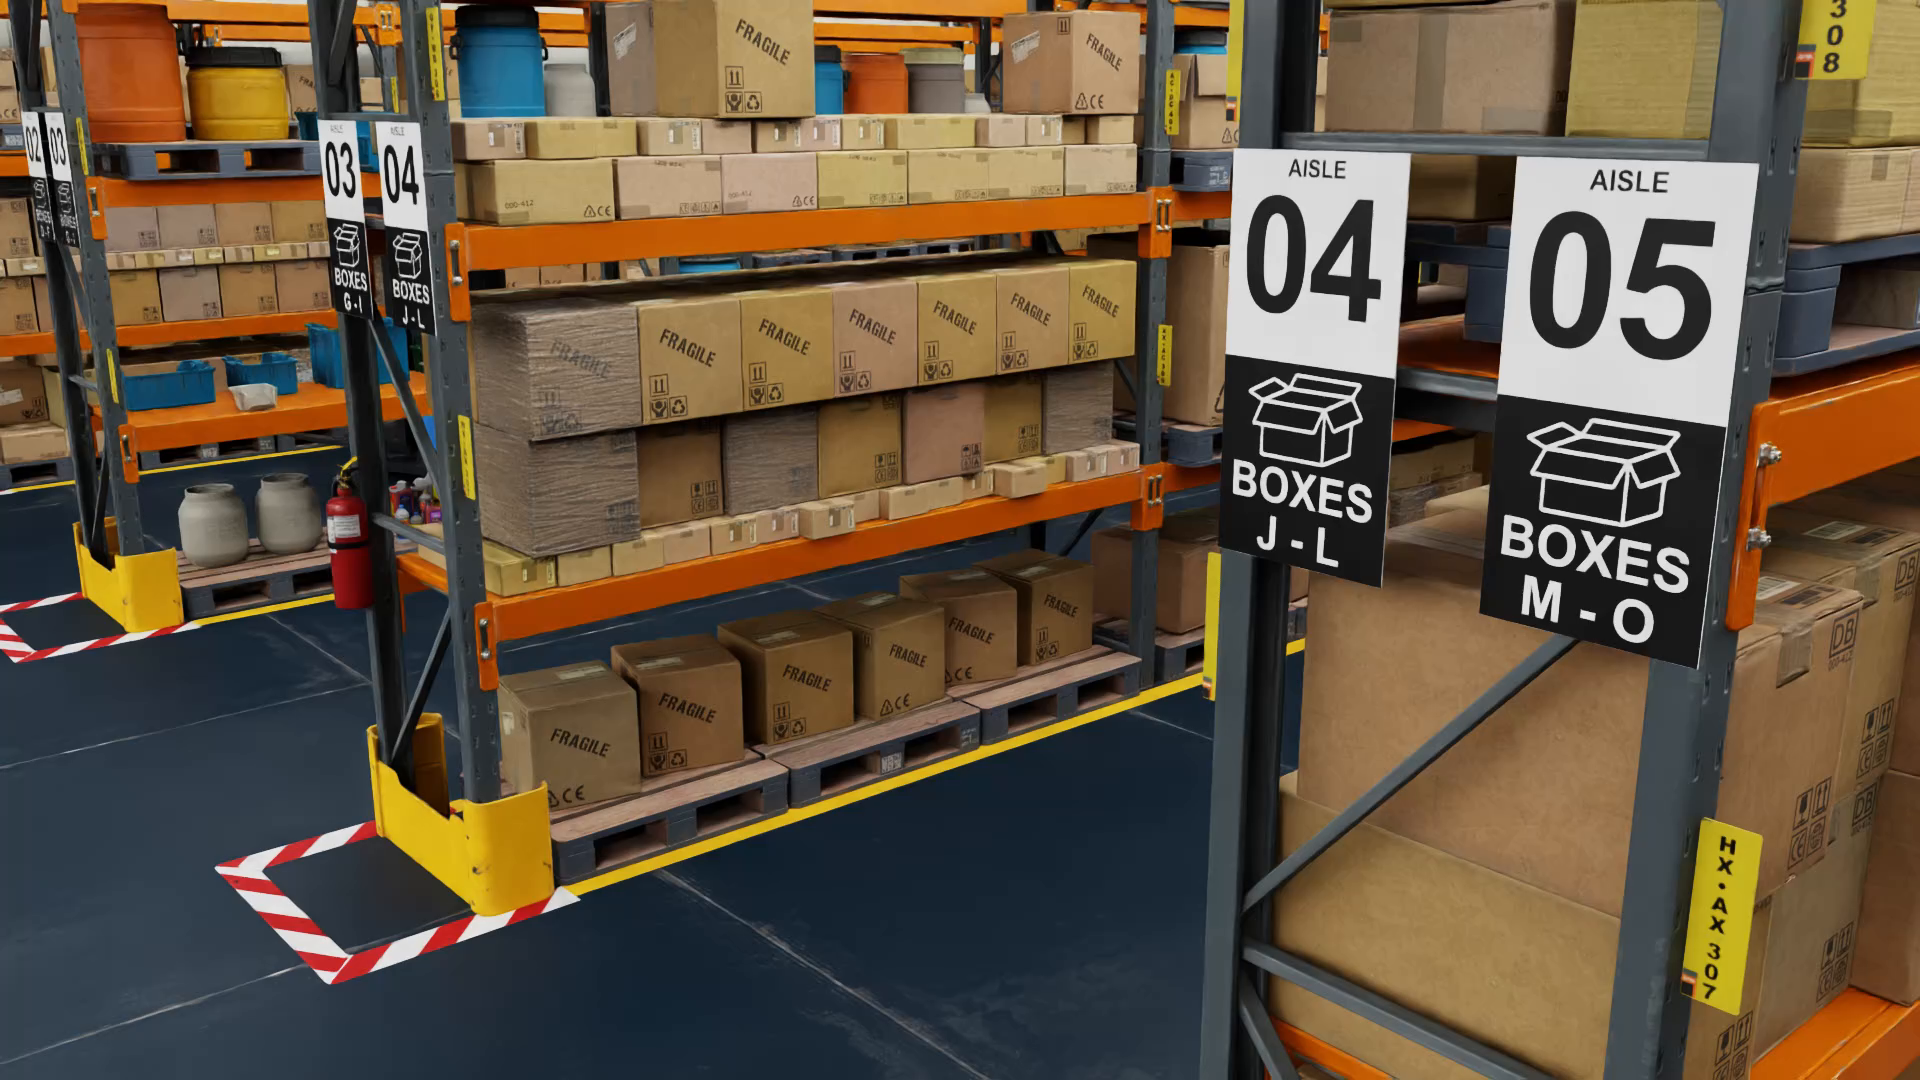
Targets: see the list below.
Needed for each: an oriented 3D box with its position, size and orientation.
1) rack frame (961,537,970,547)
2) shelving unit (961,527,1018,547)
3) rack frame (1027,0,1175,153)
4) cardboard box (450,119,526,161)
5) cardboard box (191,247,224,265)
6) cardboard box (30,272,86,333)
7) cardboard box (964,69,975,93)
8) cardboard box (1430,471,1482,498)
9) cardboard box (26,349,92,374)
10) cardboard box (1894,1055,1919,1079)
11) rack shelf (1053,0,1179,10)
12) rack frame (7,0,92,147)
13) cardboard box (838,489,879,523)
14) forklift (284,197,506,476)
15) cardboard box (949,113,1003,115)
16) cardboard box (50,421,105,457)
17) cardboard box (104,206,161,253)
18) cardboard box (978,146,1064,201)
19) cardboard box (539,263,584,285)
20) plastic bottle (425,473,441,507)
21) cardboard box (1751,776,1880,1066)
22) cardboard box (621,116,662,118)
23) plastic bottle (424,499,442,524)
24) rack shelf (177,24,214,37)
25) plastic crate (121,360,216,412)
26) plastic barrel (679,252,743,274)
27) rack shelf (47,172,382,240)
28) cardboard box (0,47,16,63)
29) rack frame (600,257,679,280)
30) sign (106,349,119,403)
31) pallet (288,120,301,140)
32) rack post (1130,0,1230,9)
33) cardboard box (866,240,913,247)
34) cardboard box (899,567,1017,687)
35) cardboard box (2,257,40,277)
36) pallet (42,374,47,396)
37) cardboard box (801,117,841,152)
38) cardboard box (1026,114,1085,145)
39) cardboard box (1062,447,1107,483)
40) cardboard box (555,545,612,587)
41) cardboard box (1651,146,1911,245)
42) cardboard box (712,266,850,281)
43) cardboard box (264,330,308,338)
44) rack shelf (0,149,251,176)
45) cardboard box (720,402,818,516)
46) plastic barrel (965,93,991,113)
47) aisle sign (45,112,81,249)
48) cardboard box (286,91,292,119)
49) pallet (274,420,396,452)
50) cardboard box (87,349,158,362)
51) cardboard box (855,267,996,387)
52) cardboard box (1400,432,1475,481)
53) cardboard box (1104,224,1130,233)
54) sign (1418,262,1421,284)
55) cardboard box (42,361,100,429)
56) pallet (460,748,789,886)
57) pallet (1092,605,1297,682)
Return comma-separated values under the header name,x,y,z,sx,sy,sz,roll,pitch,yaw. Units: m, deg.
name,x,y,z,sx,sy,sz,roll,pitch,yaw
rack frame,-0.059,-1.001,12.429,0.015,2.100,0.400,-13,19,-39
shelving unit,0.125,-1.042,12.584,0.503,2.100,0.431,-13,19,-39
rack frame,0.742,-3.585,8.735,0.127,3.000,1.000,-13,19,-39
cardboard box,-1.916,-1.580,6.559,0.250,0.149,0.380,-13,20,-40
cardboard box,-6.980,-2.630,15.332,0.250,0.149,0.380,-12,19,-38
cardboard box,-8.022,-2.153,14.805,0.500,0.500,0.700,-12,19,-38
cardboard box,-0.152,-5.649,21.072,0.600,0.600,0.600,14,20,42
cardboard box,3.267,-0.252,11.872,0.500,0.500,0.700,-14,20,-42
cardboard box,-10.433,-2.218,19.232,0.500,0.500,0.700,-14,21,-43
cardboard box,2.035,1.520,4.551,0.875,0.875,0.875,-13,20,-40
rack shelf,2.251,-3.383,10.148,4.000,0.370,1.077,-13,19,-39
rack frame,-5.527,-3.872,9.808,0.127,3.000,1.000,-13,19,-39
cardboard box,-0.607,-0.193,8.148,0.250,0.149,0.380,-13,19,-39
forklift,-4.877,-2.094,14.910,3.031,2.935,1.130,8,17,27
cardboard box,0.138,-2.203,8.890,0.250,0.149,0.380,-14,20,-42
cardboard box,-7.850,-0.946,14.993,0.500,0.250,0.500,-13,19,-39
cardboard box,-7.602,-2.875,14.993,0.500,0.500,0.700,-13,19,-39
cardboard box,0.168,-1.849,8.339,0.500,0.250,0.500,-12,19,-38
cardboard box,-4.393,-2.965,17.846,0.500,0.500,0.500,-13,19,-39
plastic bottle,-3.994,-0.393,12.688,0.185,0.351,0.144,-12,19,-37
cardboard box,1.555,0.732,3.907,0.550,0.550,0.875,-13,19,-39
cardboard box,-1.421,-1.840,7.533,0.250,0.149,0.380,-12,19,-39
plastic bottle,-3.772,-0.155,11.929,0.133,0.283,0.061,-12,19,-38
rack shelf,-10.522,-5.790,18.390,4.000,0.370,1.077,-13,19,-39
plastic crate,-5.346,-1.045,11.137,0.616,0.251,0.499,-13,19,-39
plastic barrel,-2.019,-1.900,13.079,0.708,0.901,0.600,-13,19,-39
rack shelf,-4.018,-2.414,11.557,4.000,0.370,1.077,-13,19,-39
cardboard box,-10.702,-5.274,18.699,0.500,0.500,0.500,-13,20,-39
rack frame,-2.509,-1.651,13.119,0.127,3.000,1.000,-13,19,-39
sign,-5.169,-0.999,10.143,0.005,0.325,0.100,-13,19,-39
pallet,-6.385,-3.873,15.796,1.213,0.211,1.003,-13,19,-39
rack post,2.082,-5.296,16.107,0.954,0.300,0.937,-10,18,-33
cardboard box,-1.015,-3.911,20.573,0.700,0.500,0.500,10,18,33
cardboard box,-0.013,0.476,9.184,0.500,0.500,0.500,-6,16,-22
cardboard box,-8.141,-2.370,14.360,0.250,0.149,0.380,-13,20,-41
pallet,-10.417,-1.904,19.470,1.213,0.211,1.003,-13,19,-39
cardboard box,-0.755,-1.845,7.552,0.250,0.149,0.380,-13,20,-40
cardboard box,0.425,-2.117,8.570,0.250,0.149,0.380,-12,19,-39
cardboard box,0.578,-0.431,9.040,0.250,0.149,0.380,-13,19,-39
cardboard box,-1.703,0.072,7.157,0.250,0.149,0.380,-13,19,-39
cardboard box,1.373,-0.601,2.855,0.250,0.149,0.380,-12,19,-39
cardboard box,-0.888,-1.079,8.269,0.500,0.500,0.500,-13,19,-39
cardboard box,-8.468,-2.713,21.084,0.500,0.500,0.700,-12,19,-38
rack shelf,-7.267,-3.379,15.169,4.000,0.370,1.077,-13,19,-39
cardboard box,-1.139,-0.474,7.940,0.500,0.500,0.875,-13,19,-39
plastic barrel,0.073,-3.839,15.281,0.421,0.512,0.421,0,15,0
aisle sign,-5.389,-2.160,9.988,0.004,0.787,0.394,-13,19,-39
cardboard box,-6.719,-4.167,15.814,0.500,0.311,0.500,-14,20,-42
pallet,-6.386,-1.142,16.618,1.213,0.211,1.003,-13,19,-39
cardboard box,-7.822,-1.496,15.601,0.500,0.500,0.500,-13,19,-39
cardboard box,-0.171,-1.063,8.209,0.500,0.500,0.500,-13,19,-39
cardboard box,3.274,-0.612,11.768,0.500,0.250,0.500,-12,19,-37
cardboard box,1.986,-4.311,22.883,0.500,0.500,0.500,-13,20,-40
sign,3.393,-2.031,12.299,0.005,0.325,0.100,-13,19,-39
cardboard box,-7.849,-1.308,14.895,0.500,0.500,0.500,-13,19,-39
pallet,-1.582,1.194,7.870,1.213,0.211,1.003,-13,19,-39
pallet,1.328,0.528,10.364,1.213,0.211,1.003,-13,19,-39
